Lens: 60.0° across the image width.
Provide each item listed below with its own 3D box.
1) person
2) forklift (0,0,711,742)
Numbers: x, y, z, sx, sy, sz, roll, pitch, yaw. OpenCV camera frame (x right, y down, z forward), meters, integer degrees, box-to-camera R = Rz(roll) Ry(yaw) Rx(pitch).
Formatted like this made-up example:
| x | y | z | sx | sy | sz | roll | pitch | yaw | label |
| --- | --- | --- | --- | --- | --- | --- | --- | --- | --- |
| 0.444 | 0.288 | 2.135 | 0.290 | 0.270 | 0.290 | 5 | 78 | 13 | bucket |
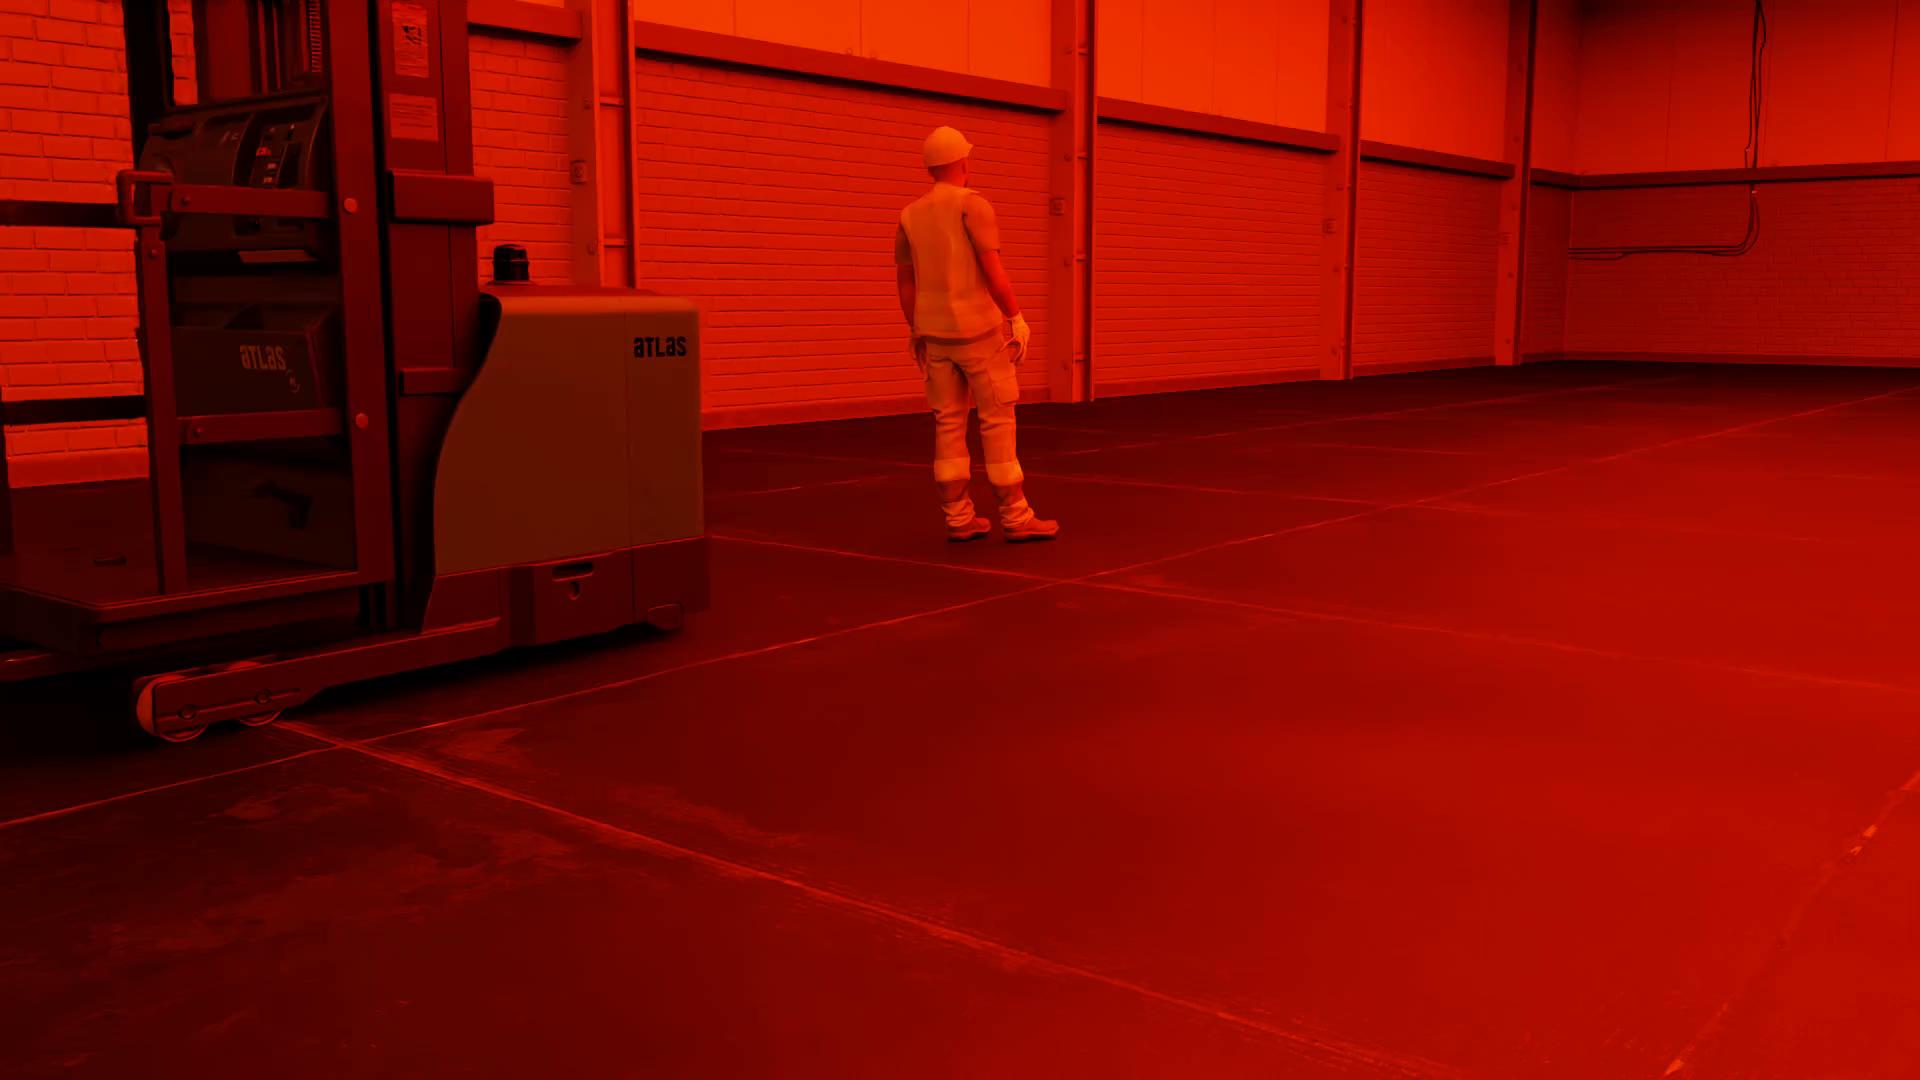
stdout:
| x | y | z | sx | sy | sz | roll | pitch | yaw | label |
| --- | --- | --- | --- | --- | --- | --- | --- | --- | --- |
| 0.060 | -0.900 | 7.329 | 0.637 | 1.790 | 0.562 | 7 | 11 | 38 | person |
| -2.126 | -1.039 | 4.380 | 1.130 | 2.935 | 3.031 | 7 | 11 | 38 | forklift |
